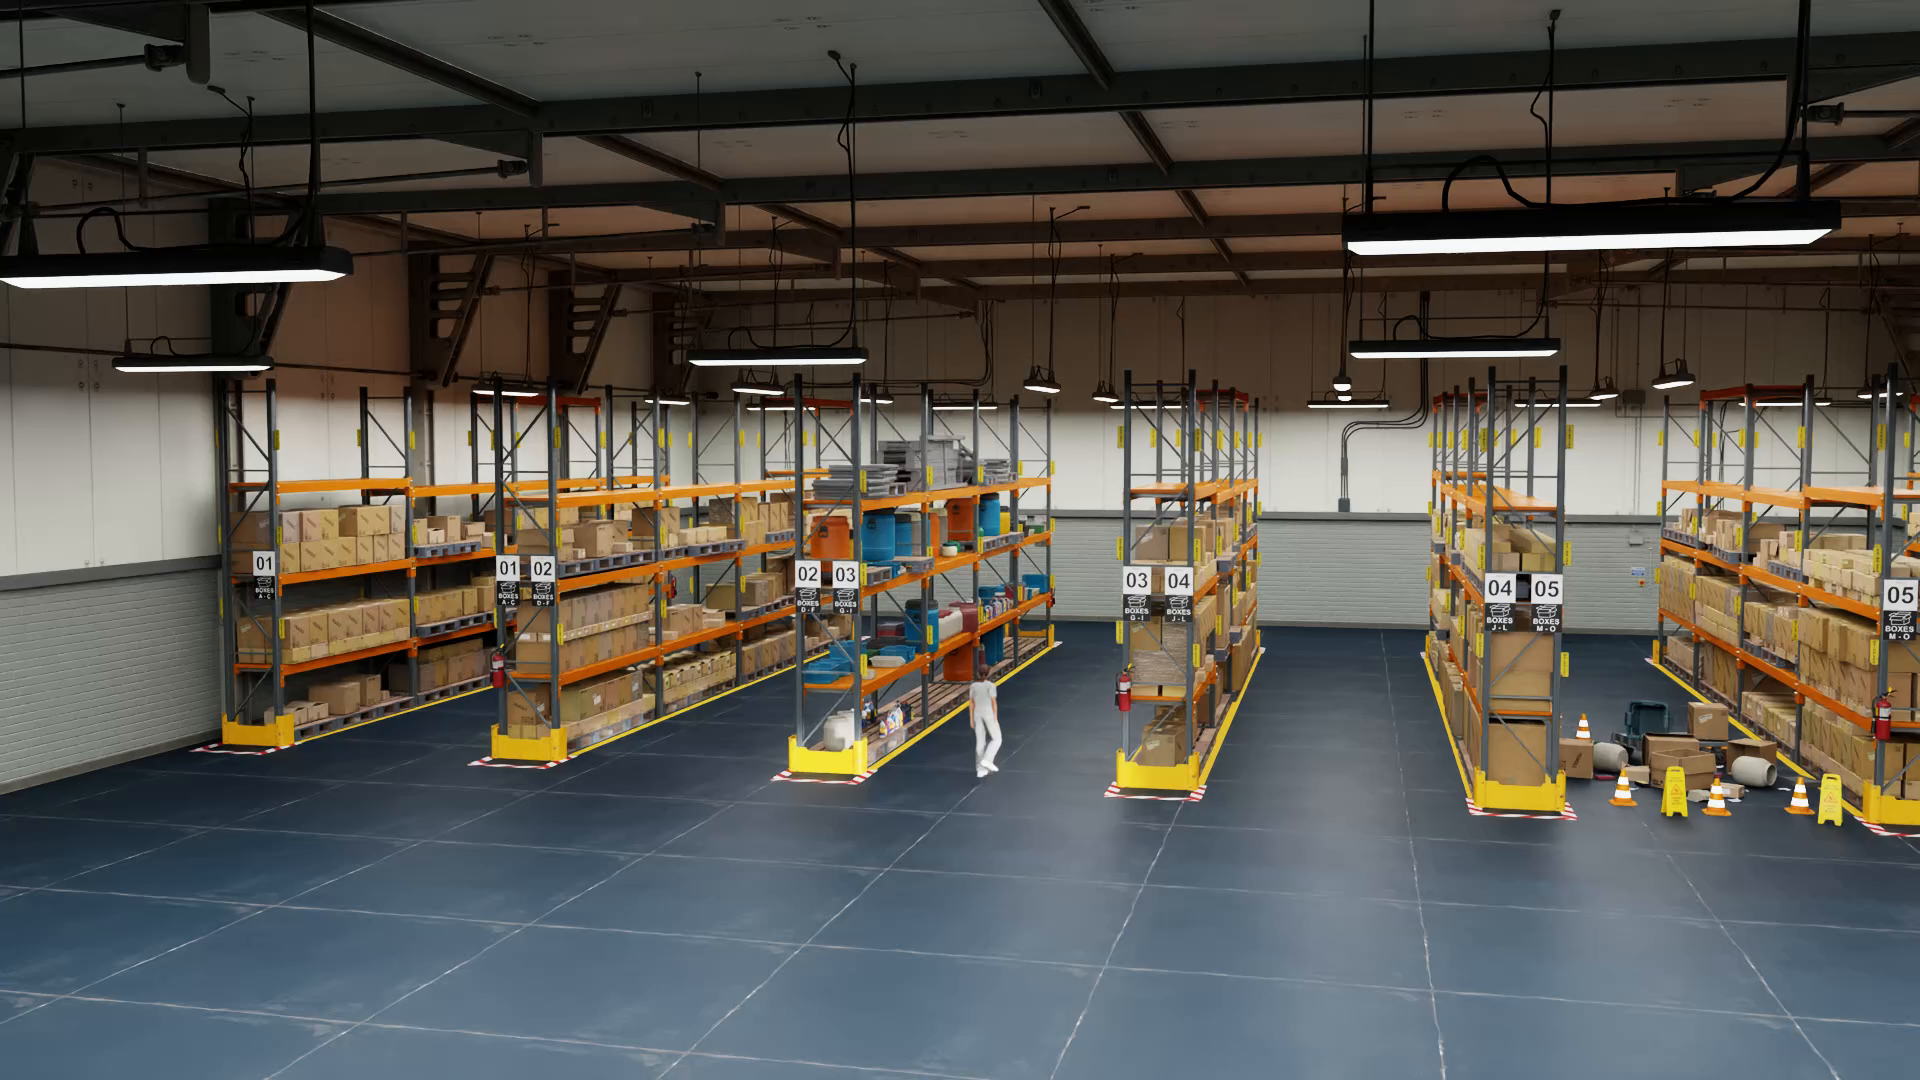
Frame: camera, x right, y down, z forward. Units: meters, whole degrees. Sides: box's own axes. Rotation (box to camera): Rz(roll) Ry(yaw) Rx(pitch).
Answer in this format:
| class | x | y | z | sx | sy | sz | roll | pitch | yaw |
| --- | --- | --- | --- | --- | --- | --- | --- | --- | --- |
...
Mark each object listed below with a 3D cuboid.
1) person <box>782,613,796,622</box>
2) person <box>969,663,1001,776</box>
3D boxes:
| class | x | y | z | sx | sy | sz | roll | pitch | yaw |
| --- | --- | --- | --- | --- | --- | --- | --- | --- | --- |
| person | -4.575 | 1.428 | 44.914 | 0.933 | 1.757 | 0.536 | 2 | 4 | 35 |
| person | 0.355 | 2.677 | 24.782 | 0.499 | 1.660 | 0.470 | 2 | 4 | 25 |
